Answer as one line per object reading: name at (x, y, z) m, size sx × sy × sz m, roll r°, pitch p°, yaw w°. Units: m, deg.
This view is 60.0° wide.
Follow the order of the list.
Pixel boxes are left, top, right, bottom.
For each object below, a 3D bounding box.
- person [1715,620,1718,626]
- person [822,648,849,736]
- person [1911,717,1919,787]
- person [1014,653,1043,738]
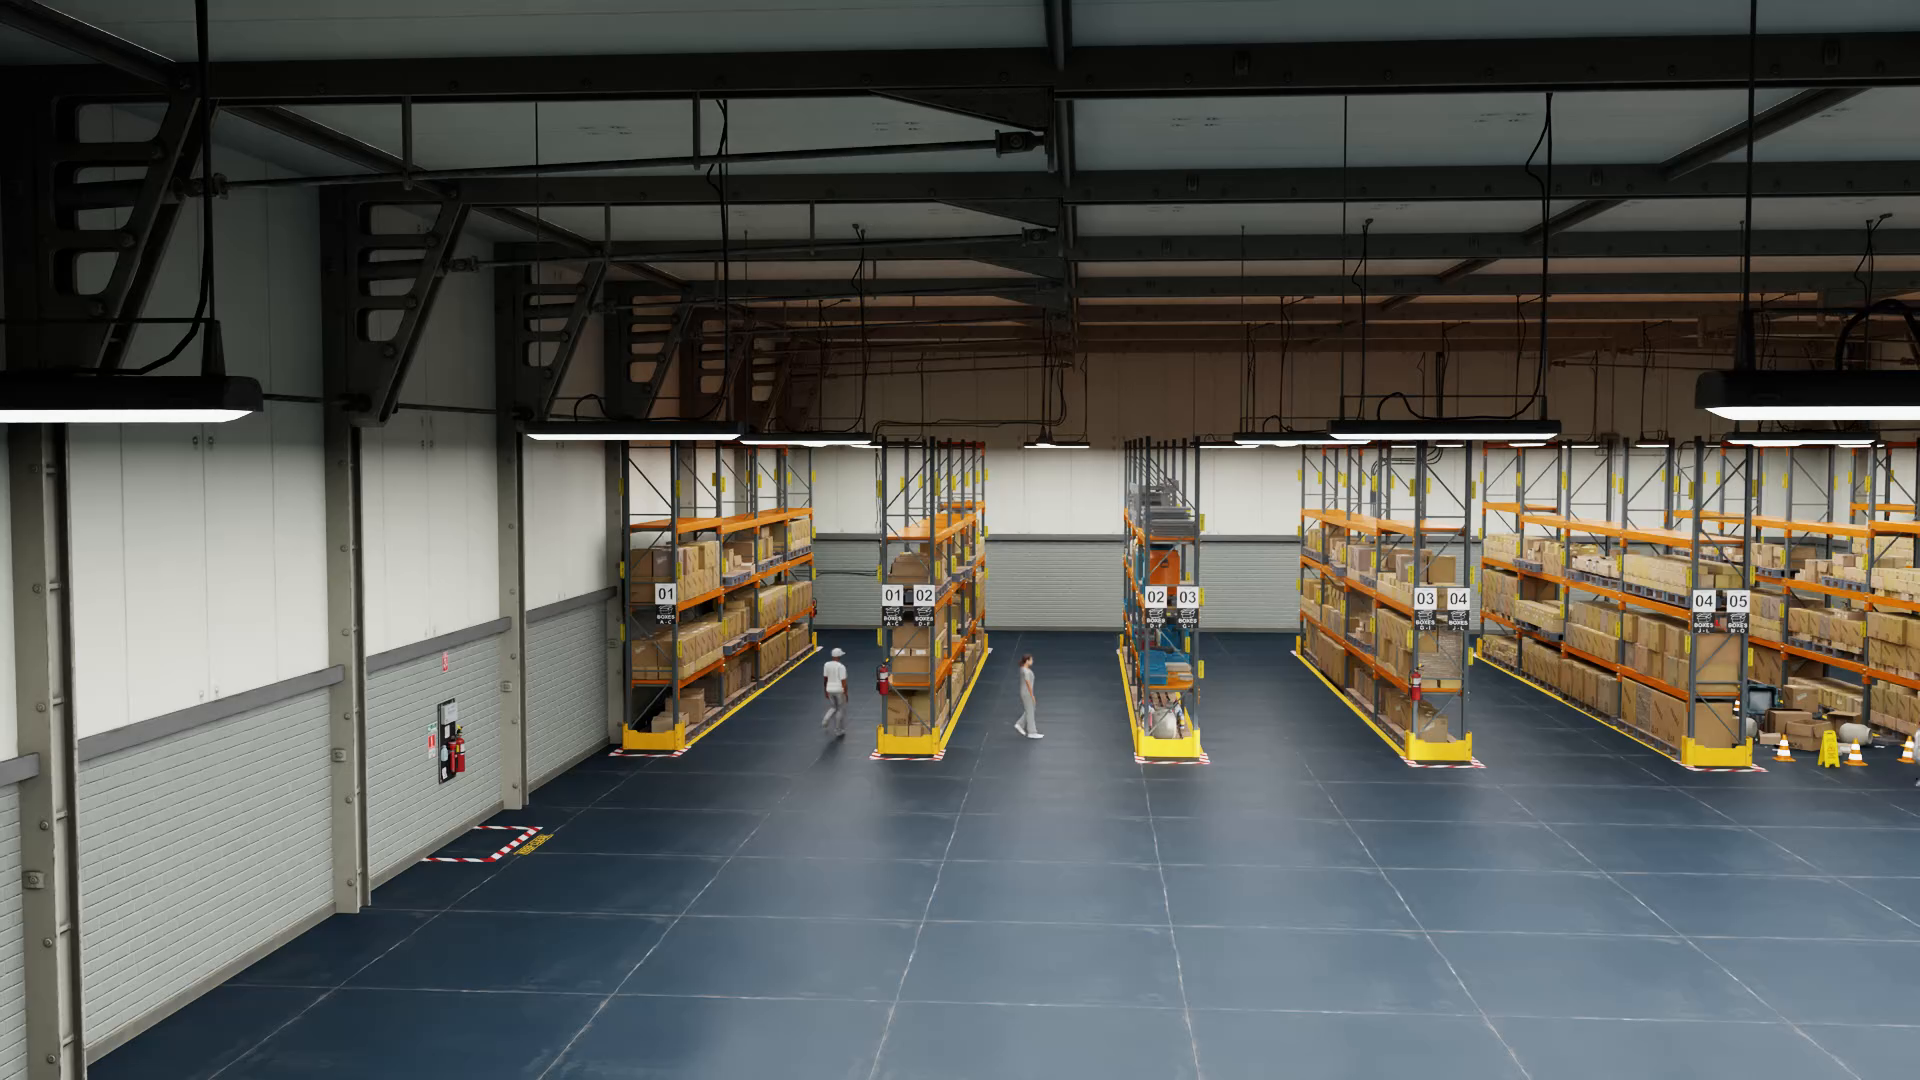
person at (17.535, 2.748, 38.801) m, size 0.607 × 1.822 × 0.542 m, roll -1°, pitch 3°, yaw -10°
person at (-2.506, 3.045, 33.342) m, size 0.583 × 1.759 × 0.602 m, roll 2°, pitch 4°, yaw 38°
person at (16.390, 3.319, 28.001) m, size 0.474 × 1.787 × 0.640 m, roll -2°, pitch 4°, yaw -32°
person at (1.372, 3.101, 33.268) m, size 0.565 × 1.674 × 0.536 m, roll 0°, pitch 3°, yaw -3°
